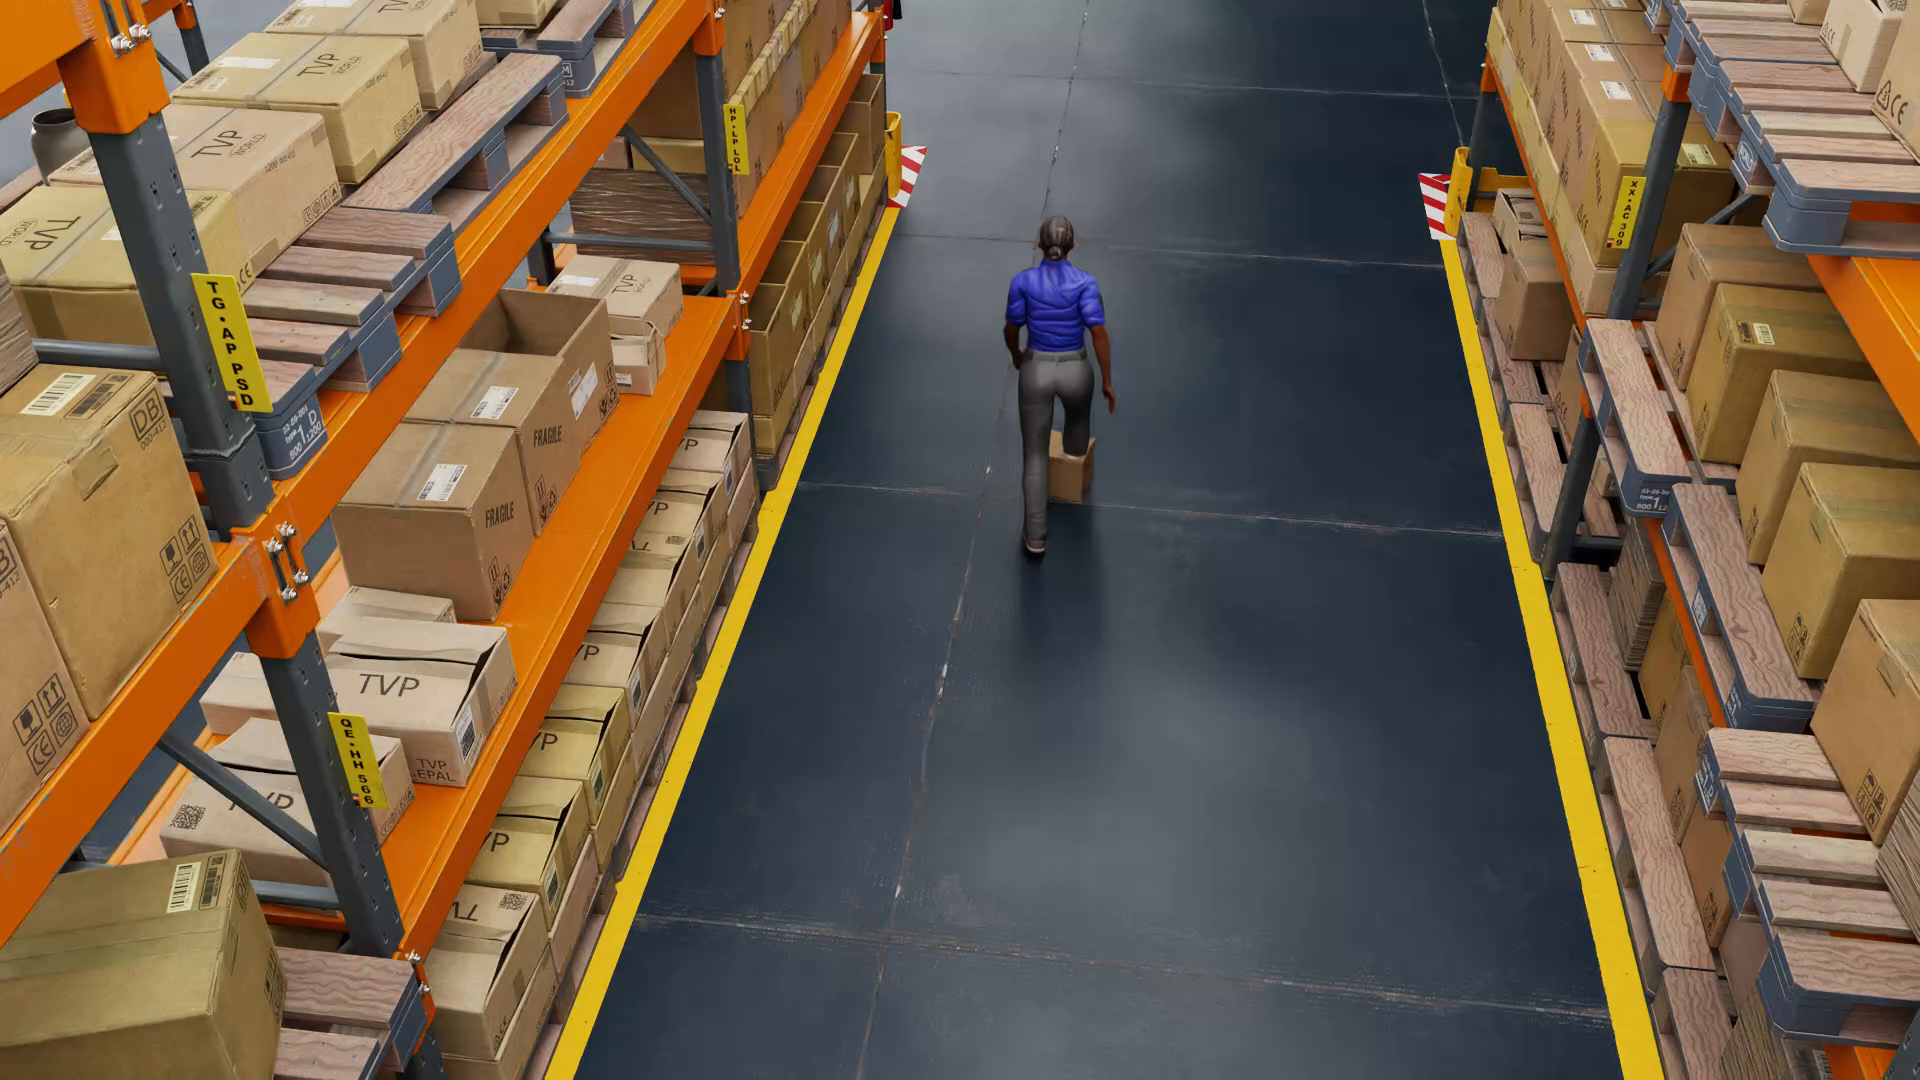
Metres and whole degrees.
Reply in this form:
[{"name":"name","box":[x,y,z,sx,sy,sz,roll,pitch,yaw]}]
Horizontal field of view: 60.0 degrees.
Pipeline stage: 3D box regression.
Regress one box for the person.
[{"name":"person","box":[0.485,-0.805,8.189,0.552,1.606,0.927,1,36,1]}]
